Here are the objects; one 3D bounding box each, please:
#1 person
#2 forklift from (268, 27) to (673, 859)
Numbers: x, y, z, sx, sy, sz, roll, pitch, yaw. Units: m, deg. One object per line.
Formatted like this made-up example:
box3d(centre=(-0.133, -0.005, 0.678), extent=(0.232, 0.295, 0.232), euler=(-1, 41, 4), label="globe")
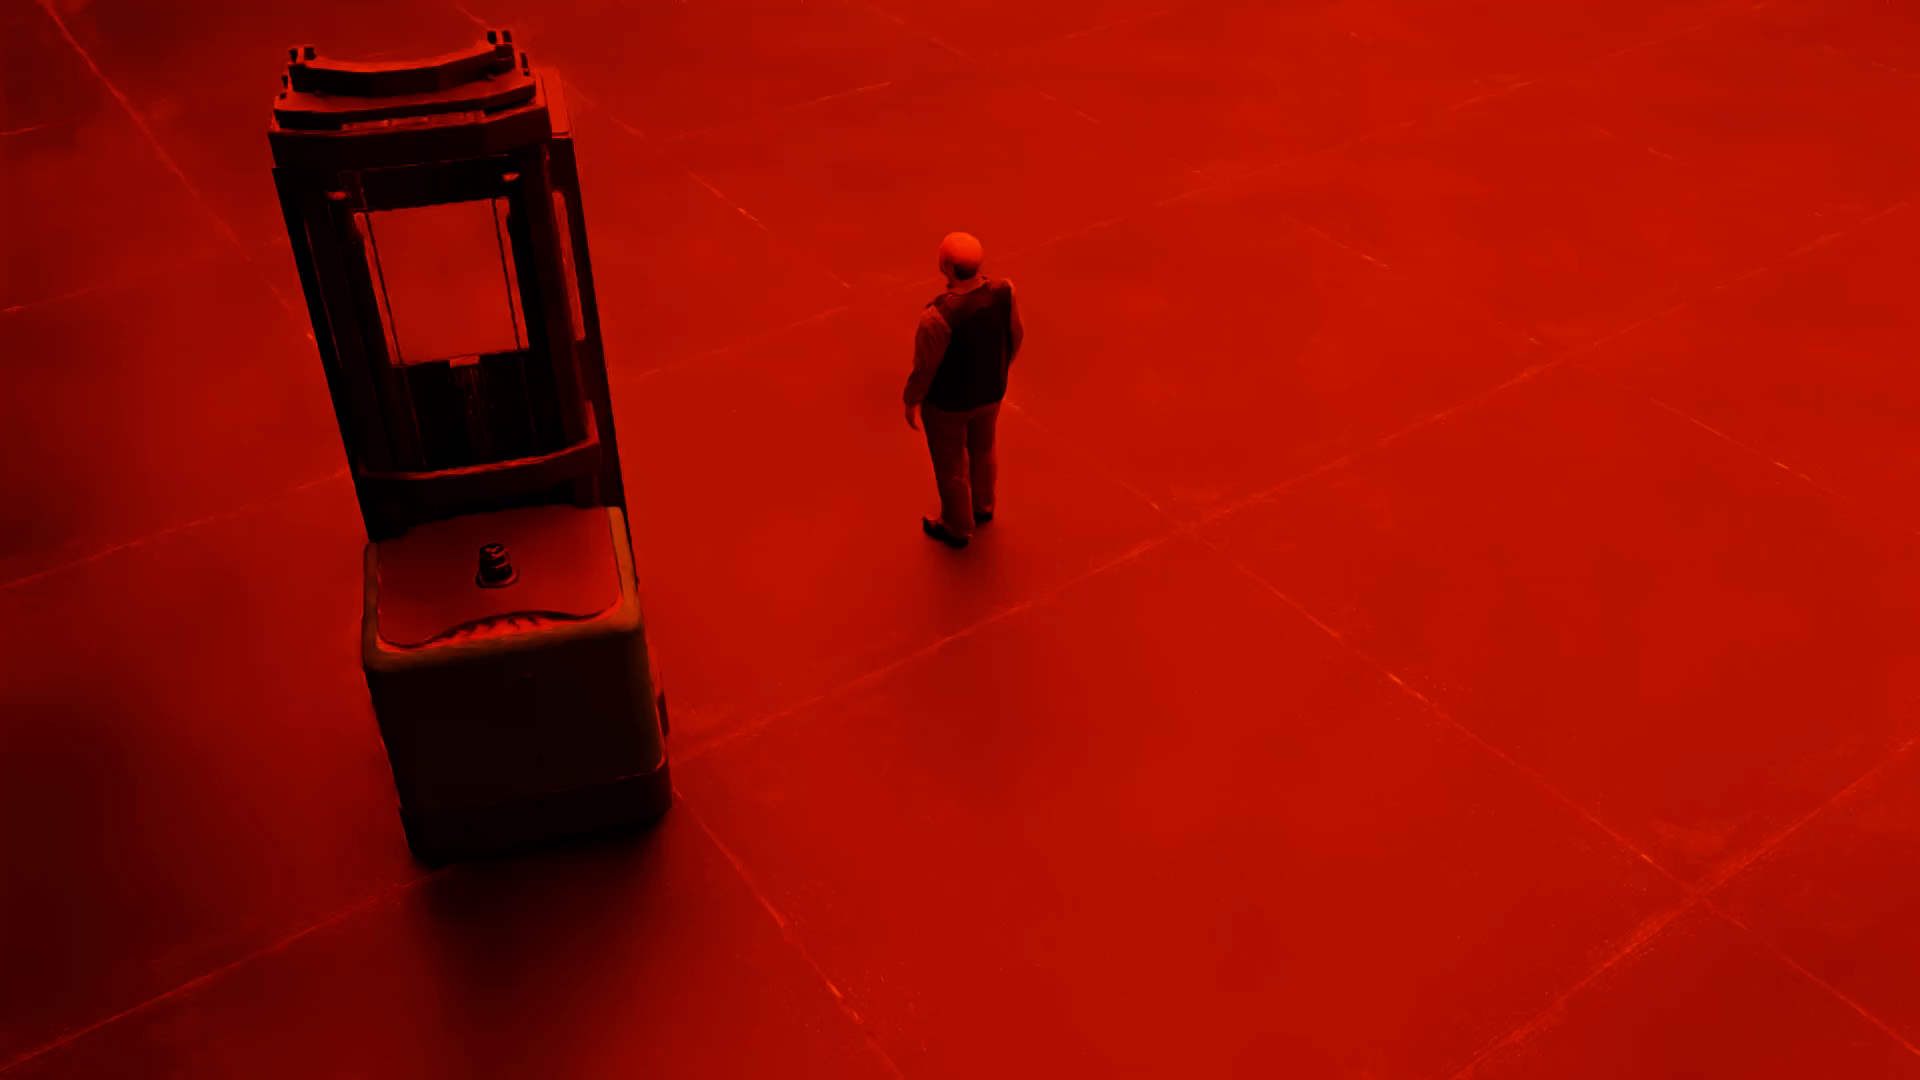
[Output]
box3d(centre=(-0.030, -0.731, 7.939), extent=(0.632, 1.720, 0.567), euler=(-23, 42, -28), label="person")
box3d(centre=(-2.069, -0.793, 7.017), extent=(1.130, 2.935, 3.031), euler=(-9, 37, -12), label="forklift")
